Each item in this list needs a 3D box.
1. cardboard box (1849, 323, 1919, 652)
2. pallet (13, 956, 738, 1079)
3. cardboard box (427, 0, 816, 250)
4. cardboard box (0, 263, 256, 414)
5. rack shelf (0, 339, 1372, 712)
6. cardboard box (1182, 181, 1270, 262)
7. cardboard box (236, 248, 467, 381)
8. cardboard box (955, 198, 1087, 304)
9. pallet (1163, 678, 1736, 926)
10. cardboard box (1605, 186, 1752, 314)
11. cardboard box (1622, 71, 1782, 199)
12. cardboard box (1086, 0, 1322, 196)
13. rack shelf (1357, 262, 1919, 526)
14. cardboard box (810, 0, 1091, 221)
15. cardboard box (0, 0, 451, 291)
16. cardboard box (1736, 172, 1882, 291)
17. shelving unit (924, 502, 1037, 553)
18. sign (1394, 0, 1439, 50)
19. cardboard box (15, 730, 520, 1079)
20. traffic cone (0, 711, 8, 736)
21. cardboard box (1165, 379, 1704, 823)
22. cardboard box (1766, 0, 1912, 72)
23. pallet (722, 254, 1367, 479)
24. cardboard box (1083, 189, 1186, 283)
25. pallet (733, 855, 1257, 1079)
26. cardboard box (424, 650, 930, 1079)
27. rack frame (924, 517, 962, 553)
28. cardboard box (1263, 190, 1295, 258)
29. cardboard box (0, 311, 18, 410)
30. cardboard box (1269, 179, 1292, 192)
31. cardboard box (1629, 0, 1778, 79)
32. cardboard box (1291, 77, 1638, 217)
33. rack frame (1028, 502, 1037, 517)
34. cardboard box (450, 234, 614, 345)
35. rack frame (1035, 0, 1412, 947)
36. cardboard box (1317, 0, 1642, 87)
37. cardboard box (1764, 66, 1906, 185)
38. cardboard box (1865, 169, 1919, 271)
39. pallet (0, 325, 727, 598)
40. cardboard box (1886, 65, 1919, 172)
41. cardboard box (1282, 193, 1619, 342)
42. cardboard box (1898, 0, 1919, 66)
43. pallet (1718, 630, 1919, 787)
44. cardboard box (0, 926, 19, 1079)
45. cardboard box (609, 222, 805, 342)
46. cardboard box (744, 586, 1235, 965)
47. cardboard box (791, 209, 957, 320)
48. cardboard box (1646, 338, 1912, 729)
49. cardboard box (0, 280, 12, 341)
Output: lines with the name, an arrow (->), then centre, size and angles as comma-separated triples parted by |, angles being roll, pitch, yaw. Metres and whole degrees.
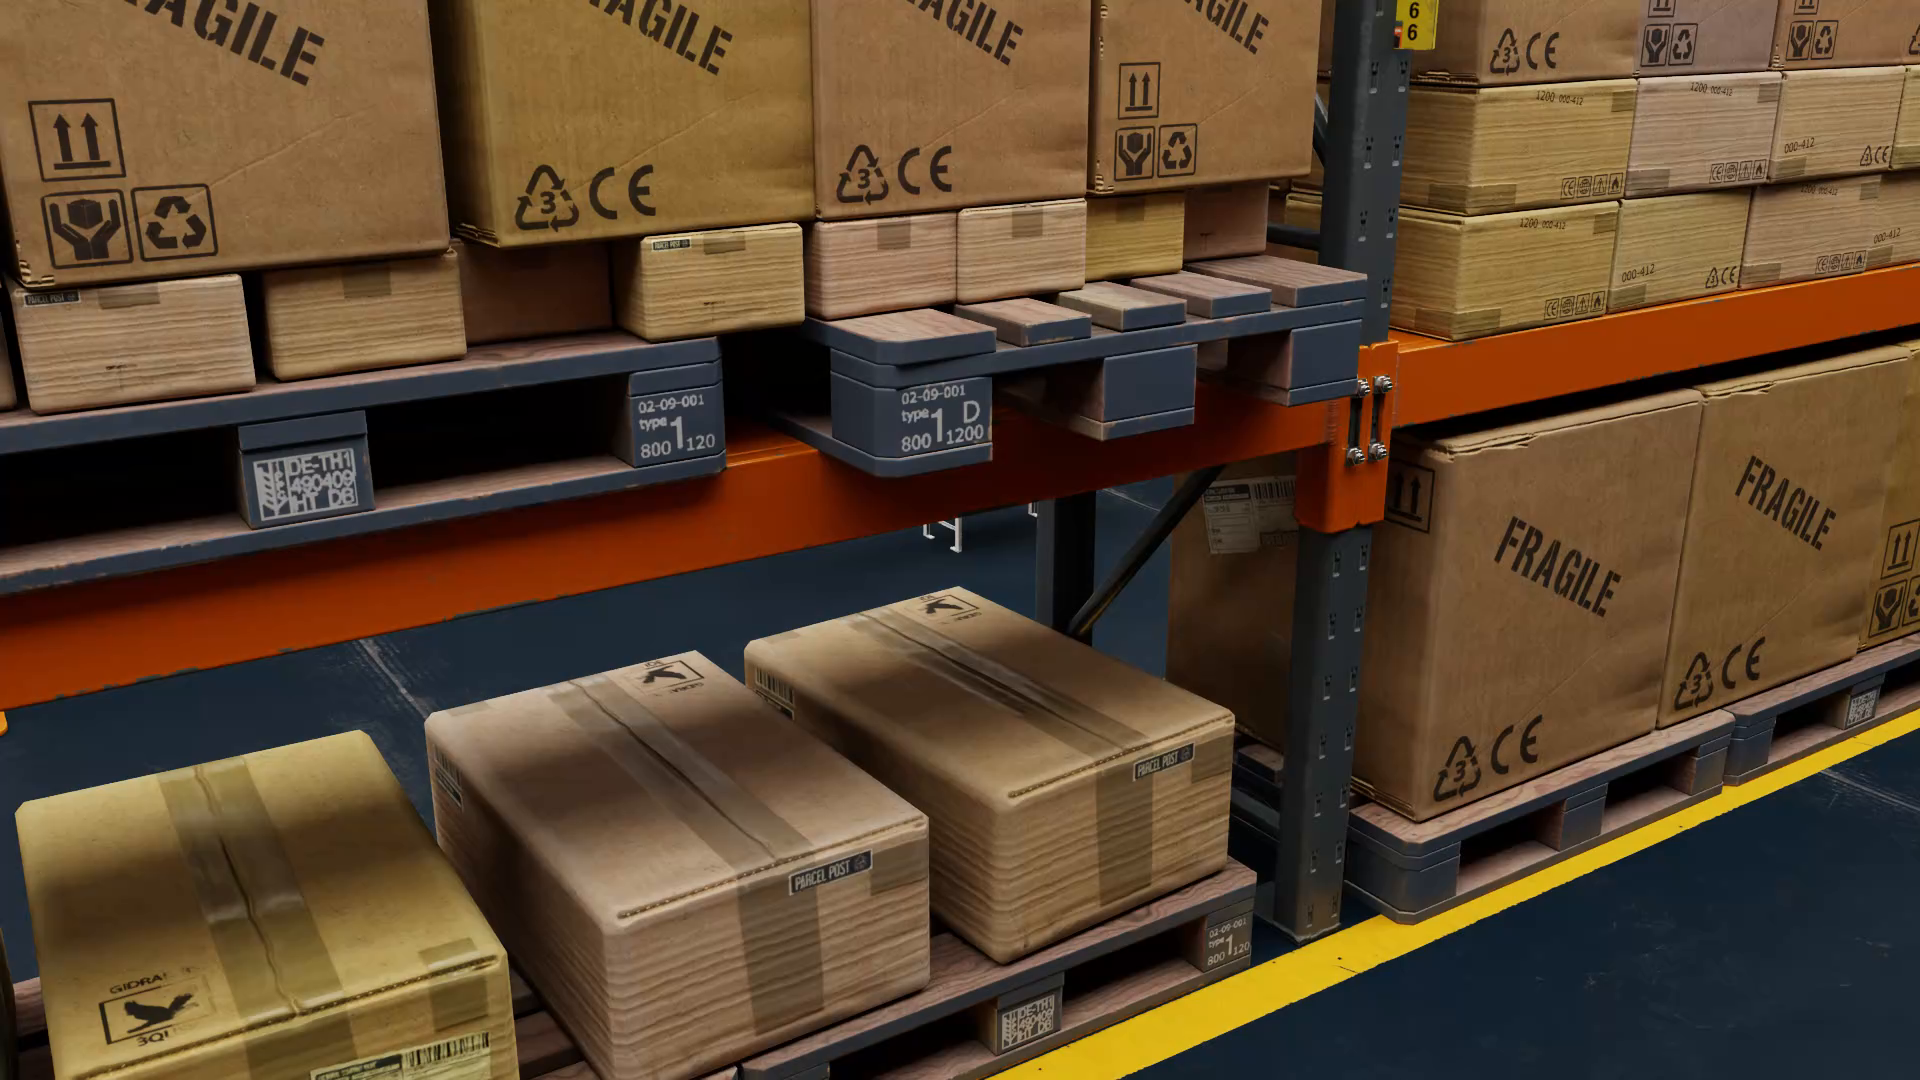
cardboard box -> 2.633, -0.284, 5.063 | 0.875, 0.875, 0.875 | -11, 22, -30
pallet -> -1.155, 0.993, 2.978 | 1.213, 0.211, 1.003 | -12, 22, -31
cardboard box -> -0.557, -0.729, 2.440 | 0.500, 0.500, 0.500 | -14, 23, -35
cardboard box -> -1.085, -0.289, 2.153 | 0.250, 0.149, 0.380 | -11, 22, -29
rack shelf -> -1.154, 0.014, 2.643 | 4.000, 0.370, 1.077 | -12, 22, -31
cardboard box -> 0.372, -0.638, 3.185 | 0.250, 0.149, 0.380 | -11, 22, -29
cardboard box -> -0.879, -0.344, 2.316 | 0.250, 0.149, 0.380 | -13, 22, -33
cardboard box -> 0.002, -0.515, 2.822 | 0.250, 0.149, 0.380 | -12, 22, -32
pallet -> 1.216, 0.523, 4.367 | 1.213, 0.211, 1.003 | -12, 22, -31
cardboard box -> 1.482, -0.722, 3.931 | 0.500, 0.250, 0.500 | -13, 22, -33
cardboard box -> 1.507, -0.959, 3.850 | 0.500, 0.250, 0.500 | -11, 22, -30
cardboard box -> 0.289, -0.912, 2.982 | 0.500, 0.500, 0.500 | -13, 22, -33
rack shelf -> 2.186, -0.690, 4.727 | 4.000, 0.370, 1.077 | -12, 22, -31
cardboard box -> -0.136, -0.818, 2.704 | 0.500, 0.500, 0.500 | -12, 22, -32
cardboard box -> -1.014, -0.633, 2.156 | 0.500, 0.500, 0.500 | -13, 23, -34
cardboard box -> 1.924, -0.813, 4.200 | 0.500, 0.250, 0.500 | -11, 22, -30
shelving unit -> 0.138, -0.598, 6.139 | 0.503, 1.200, 0.258 | -12, 22, -31
sign -> 0.822, -1.046, 2.972 | 0.005, 0.325, 0.100 | -12, 22, -31
cardboard box -> -1.210, 0.728, 2.855 | 0.625, 0.372, 0.950 | -11, 22, -30
traffic cone -> -2.867, 0.316, 4.588 | 0.334, 0.463, 0.336 | -12, 22, -31
cardboard box -> 1.139, 0.029, 4.137 | 0.875, 0.875, 0.875 | -12, 22, -32
cardboard box -> 1.912, -1.398, 3.980 | 0.500, 0.500, 0.500 | -11, 22, -30
pallet -> -0.021, -0.434, 3.145 | 1.003, 0.211, 1.213 | -12, 22, -31
cardboard box -> 0.188, -0.572, 2.989 | 0.250, 0.149, 0.380 | -12, 22, -31
pallet -> -0.137, 0.779, 3.610 | 1.213, 0.211, 1.003 | -12, 22, -31
cardboard box -> -0.573, 0.596, 3.246 | 0.625, 0.372, 0.950 | -12, 22, -32
rack frame -> -0.066, -0.555, 6.012 | 0.015, 1.200, 0.240 | -12, 22, -31
cardboard box -> 0.796, -0.766, 4.062 | 0.500, 0.250, 0.500 | -13, 23, -33
cardboard box -> -1.336, -0.256, 2.056 | 0.250, 0.149, 0.380 | -12, 22, -31
cardboard box -> 0.781, -0.998, 3.967 | 0.500, 0.250, 0.500 | -12, 22, -32
cardboard box -> 1.471, -1.311, 3.723 | 0.500, 0.500, 0.500 | -12, 22, -31
cardboard box -> 1.075, -0.868, 3.582 | 0.500, 0.250, 0.500 | -12, 22, -32
rack frame -> 0.342, -0.641, 6.266 | 0.015, 1.200, 0.240 | -12, 22, -31
cardboard box -> -0.714, -0.410, 2.511 | 0.250, 0.149, 0.380 | -12, 22, -31
rack frame -> 0.516, -0.679, 3.569 | 0.127, 3.000, 1.000 | -12, 22, -31
cardboard box -> 1.062, -1.221, 3.457 | 0.500, 0.500, 0.500 | -13, 22, -33
cardboard box -> 1.930, -1.043, 4.100 | 0.500, 0.250, 0.500 | -12, 22, -32
cardboard box -> 2.334, -0.901, 4.460 | 0.500, 0.250, 0.500 | -12, 22, -31
pallet -> -1.115, -0.228, 2.536 | 1.213, 0.211, 1.003 | -12, 22, -31
cardboard box -> 2.361, -1.129, 4.354 | 0.500, 0.250, 0.500 | -11, 22, -30
cardboard box -> 1.063, -0.627, 3.649 | 0.500, 0.250, 0.500 | -12, 22, -32
cardboard box -> 2.335, -1.486, 4.240 | 0.500, 0.500, 0.500 | -12, 22, -31
pallet -> 2.234, 0.310, 4.999 | 1.213, 0.211, 1.003 | -12, 22, -31
cardboard box -> -1.789, 0.851, 2.492 | 0.625, 0.372, 0.950 | -10, 21, -28
cardboard box -> -0.435, -0.421, 2.543 | 0.250, 0.149, 0.380 | -11, 22, -30
cardboard box -> 0.039, 0.464, 3.637 | 0.625, 0.372, 0.950 | -14, 23, -35
cardboard box -> -0.213, -0.473, 2.697 | 0.250, 0.149, 0.380 | -13, 23, -34
cardboard box -> 1.886, -0.127, 4.598 | 0.875, 0.875, 0.875 | -12, 22, -31
cardboard box -> -1.410, -0.414, 2.521 | 0.250, 0.149, 0.380 | -13, 23, -33
